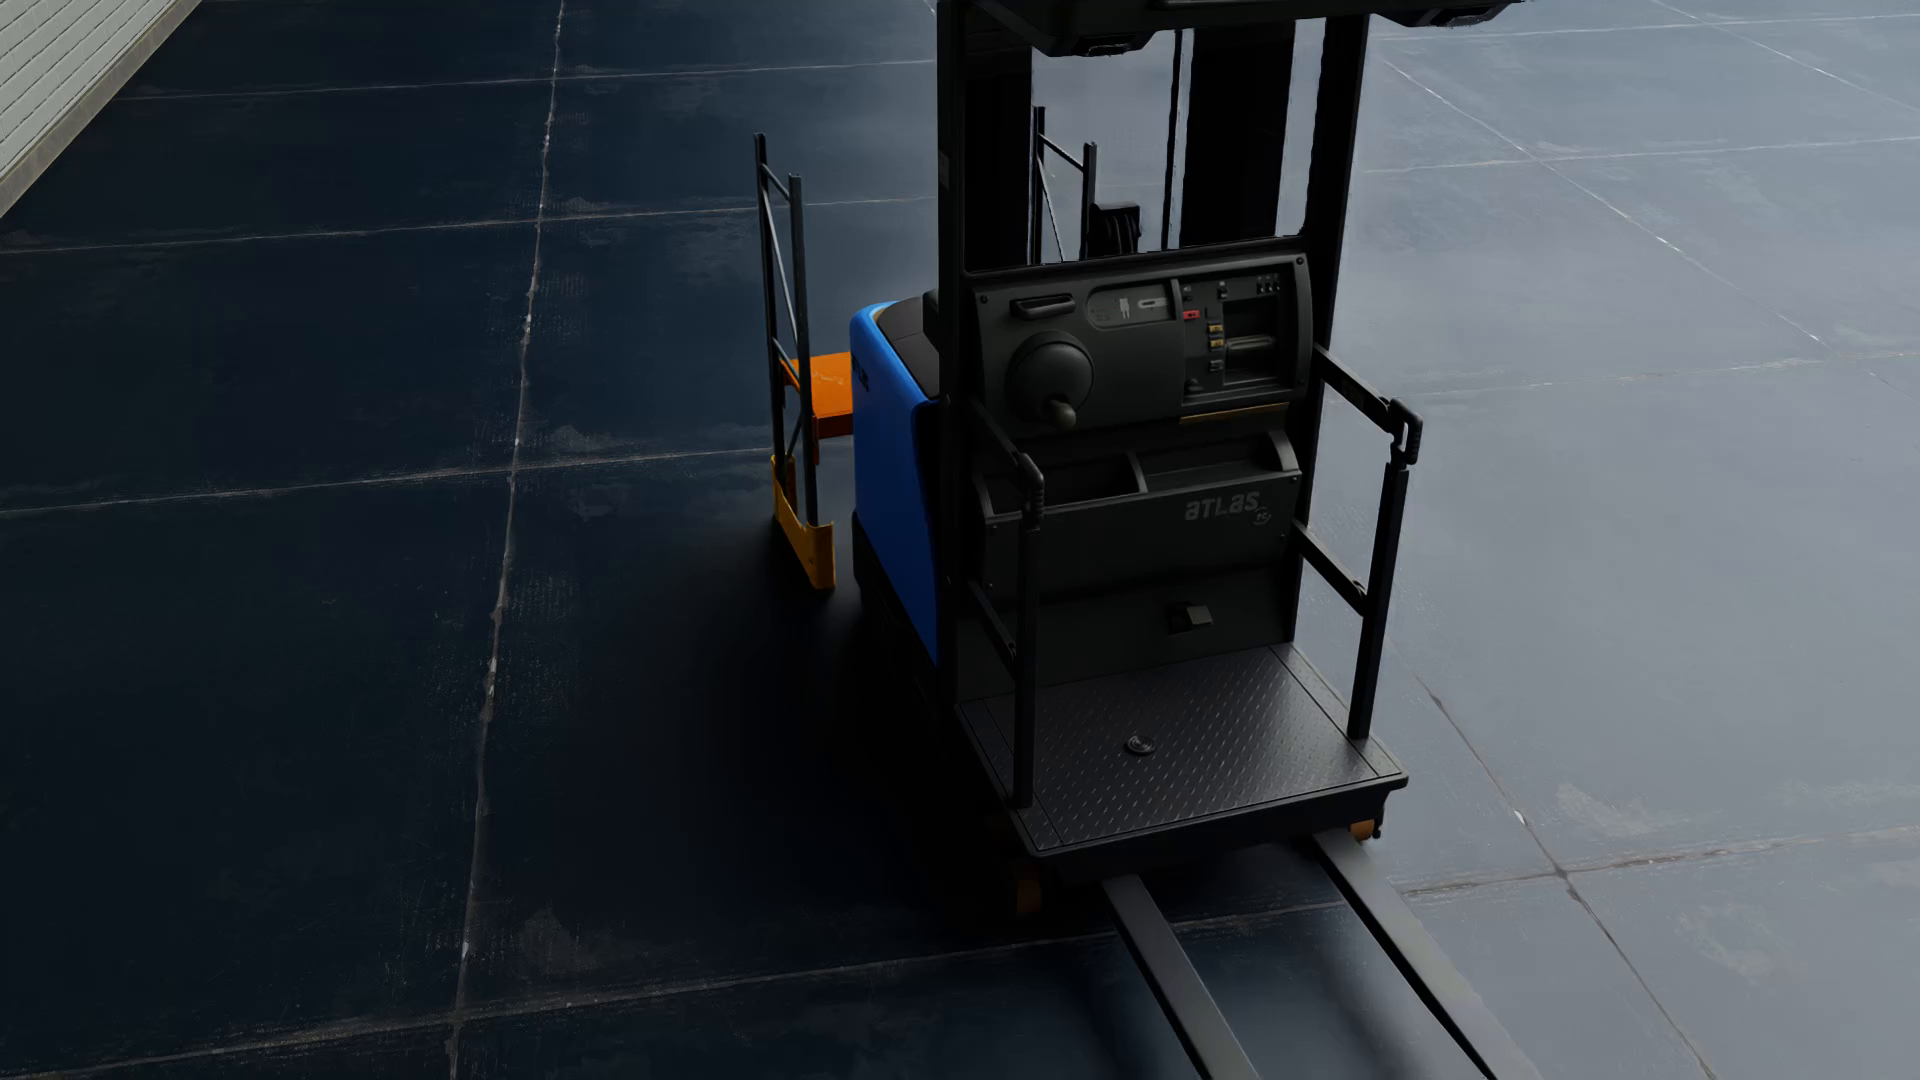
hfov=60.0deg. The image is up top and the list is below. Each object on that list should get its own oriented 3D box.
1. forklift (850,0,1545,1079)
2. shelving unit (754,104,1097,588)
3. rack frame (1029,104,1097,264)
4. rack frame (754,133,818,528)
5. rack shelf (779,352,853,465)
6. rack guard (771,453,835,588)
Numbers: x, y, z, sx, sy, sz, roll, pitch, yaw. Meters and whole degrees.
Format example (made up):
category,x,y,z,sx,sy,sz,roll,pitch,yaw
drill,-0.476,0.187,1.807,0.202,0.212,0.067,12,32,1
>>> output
category,x,y,z,sx,sy,sz,roll,pitch,yaw
forklift,0.554,-0.468,4.154,1.130,2.935,3.031,-9,32,-15
shelving unit,-0.112,-0.703,5.966,1.083,1.500,0.587,-10,32,-17
rack frame,0.357,-0.789,6.112,0.032,1.500,0.500,-10,32,-17
rack frame,-0.599,-0.614,5.815,0.032,1.500,0.500,-10,32,-17
rack shelf,-0.121,-0.547,6.055,1.000,0.185,0.538,-10,32,-17
rack guard,-0.581,-0.079,6.137,0.087,0.250,0.587,-10,32,-17
